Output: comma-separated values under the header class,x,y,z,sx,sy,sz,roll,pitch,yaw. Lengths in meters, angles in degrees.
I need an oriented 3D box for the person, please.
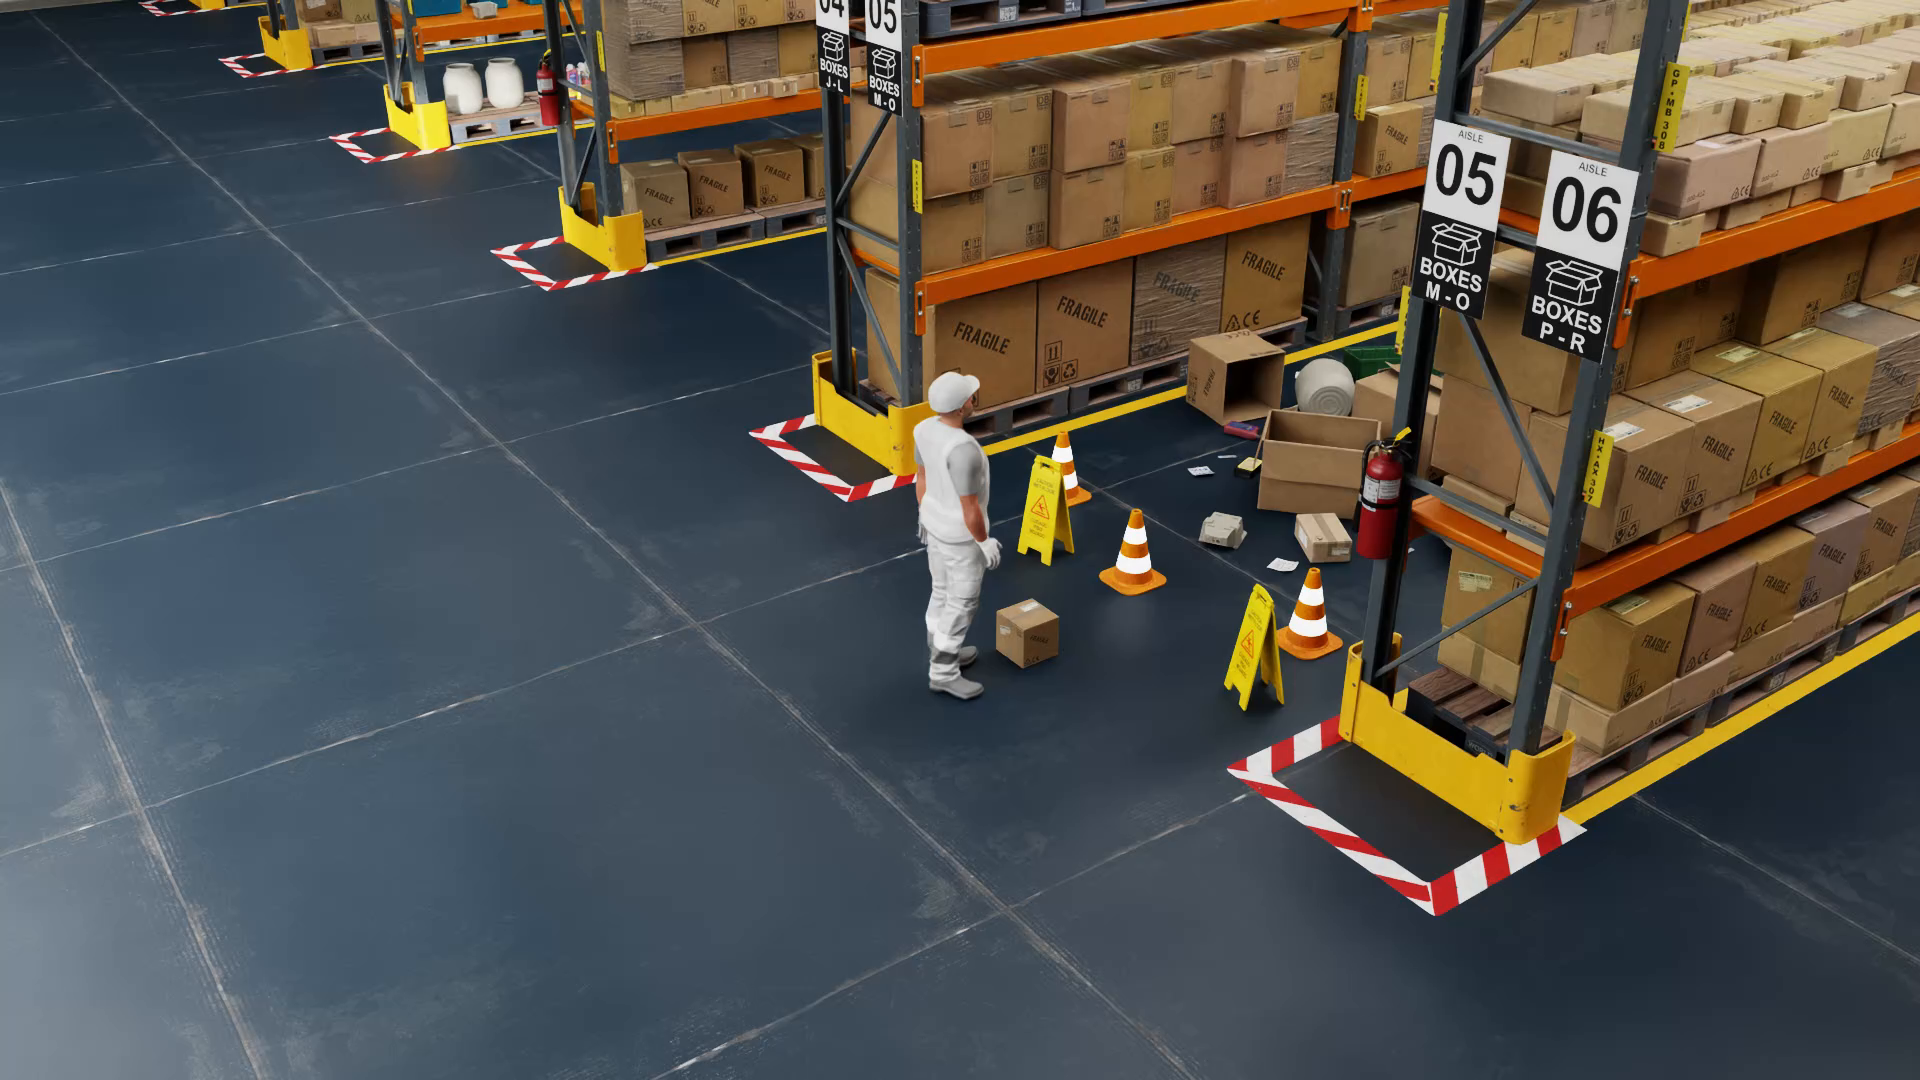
class,x,y,z,sx,sy,sz,roll,pitch,yaw
person,-0.021,-0.050,8.644,0.399,1.790,0.549,-14,31,-24
